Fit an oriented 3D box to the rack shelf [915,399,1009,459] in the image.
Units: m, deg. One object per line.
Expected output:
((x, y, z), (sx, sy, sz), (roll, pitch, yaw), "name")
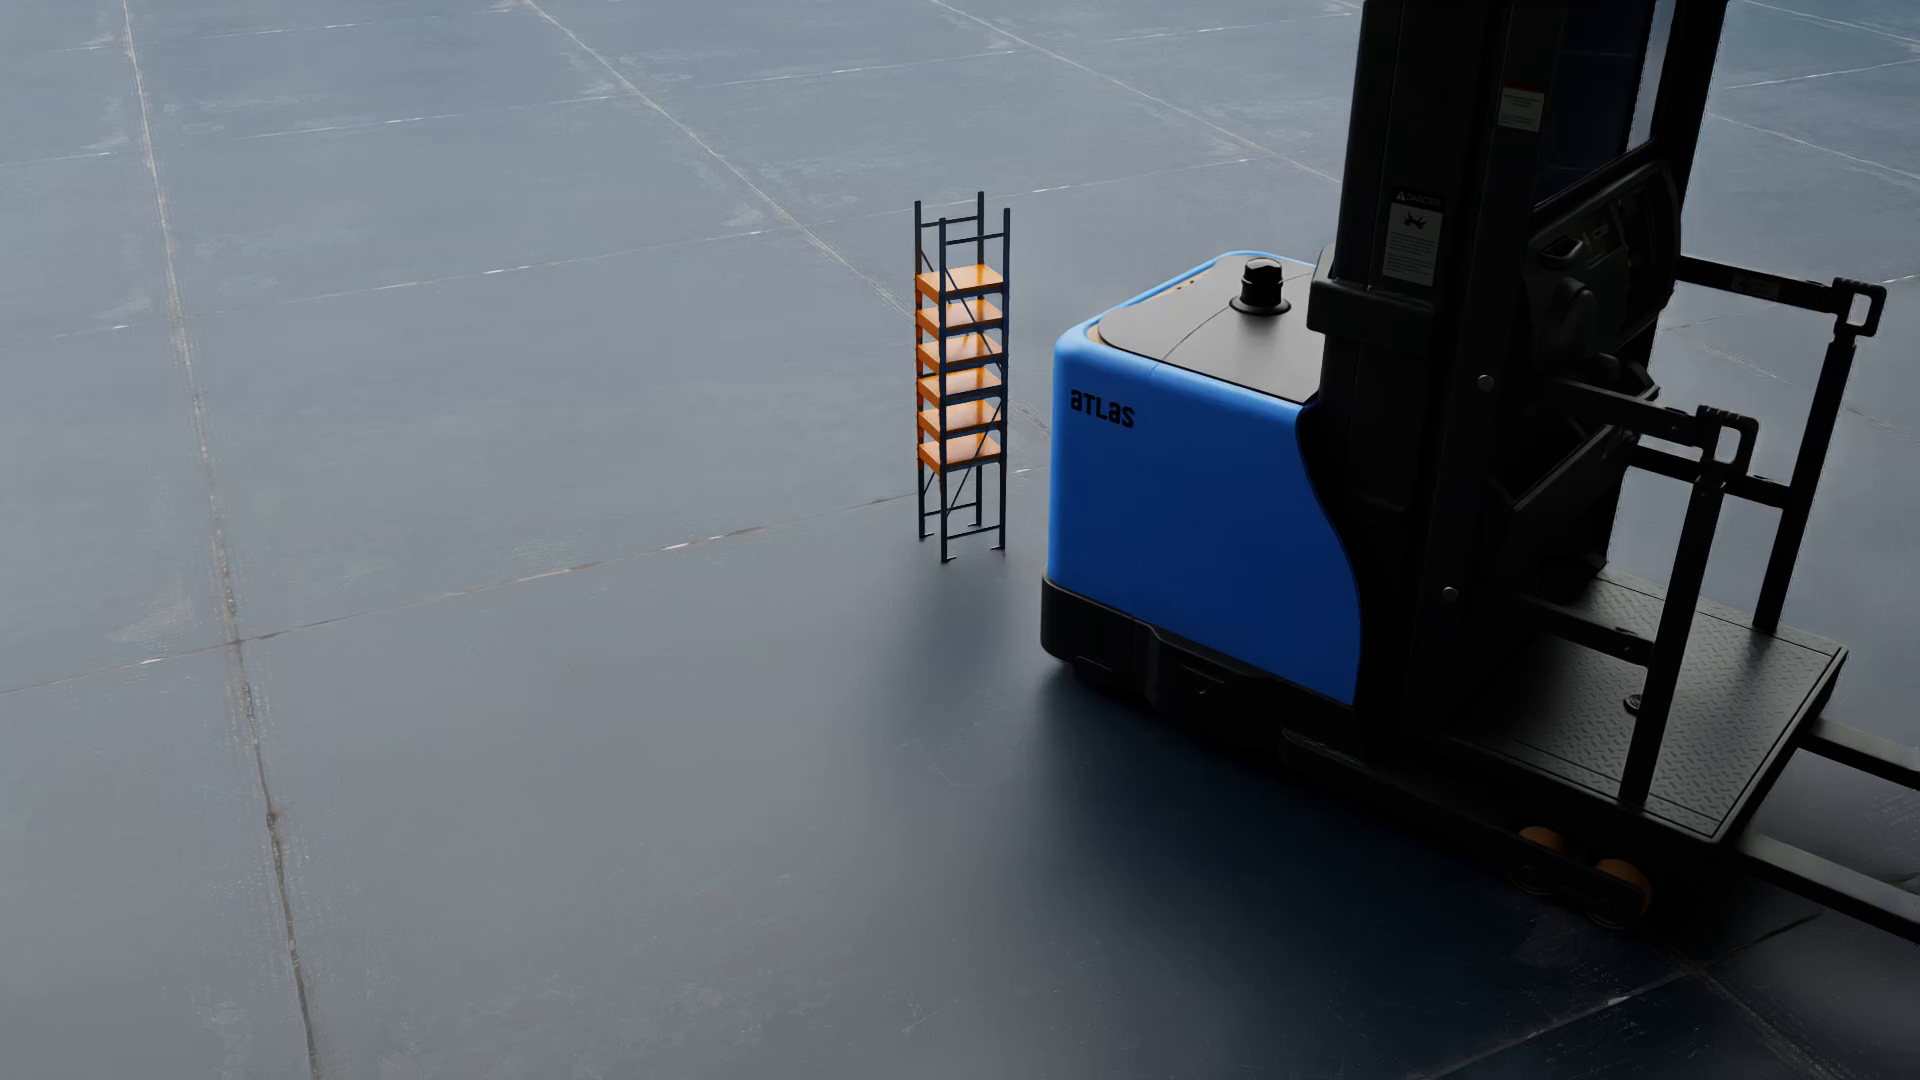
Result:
((0.006, -0.374, 5.526), (0.258, 0.103, 0.180), (-13, 32, -22), "rack shelf")

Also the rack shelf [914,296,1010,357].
((0.006, -0.688, 5.349), (0.258, 0.103, 0.180), (-13, 32, -22), "rack shelf")

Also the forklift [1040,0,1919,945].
((1.699, -0.623, 3.865), (3.031, 2.935, 1.130), (22, 36, 34), "forklift")

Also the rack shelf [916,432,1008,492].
((0.006, -0.269, 5.584), (0.258, 0.103, 0.180), (-13, 32, -22), "rack shelf")

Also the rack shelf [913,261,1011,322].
((0.006, -0.792, 5.291), (0.258, 0.103, 0.180), (-13, 32, -22), "rack shelf")

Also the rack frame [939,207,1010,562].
((0.046, -0.477, 5.373), (0.240, 1.200, 0.006), (-13, 32, -22), "rack frame")

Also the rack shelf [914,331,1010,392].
((0.006, -0.583, 5.408), (0.258, 0.103, 0.180), (-13, 32, -22), "rack shelf")

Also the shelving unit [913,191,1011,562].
((0.006, -0.517, 5.445), (0.258, 1.200, 0.189), (-13, 32, -22), "shelving unit")

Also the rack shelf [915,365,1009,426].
((0.006, -0.478, 5.467), (0.258, 0.103, 0.180), (-13, 32, -22), "rack shelf")

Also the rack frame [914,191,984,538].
((-0.033, -0.557, 5.517), (0.240, 1.200, 0.006), (-13, 32, -22), "rack frame")
